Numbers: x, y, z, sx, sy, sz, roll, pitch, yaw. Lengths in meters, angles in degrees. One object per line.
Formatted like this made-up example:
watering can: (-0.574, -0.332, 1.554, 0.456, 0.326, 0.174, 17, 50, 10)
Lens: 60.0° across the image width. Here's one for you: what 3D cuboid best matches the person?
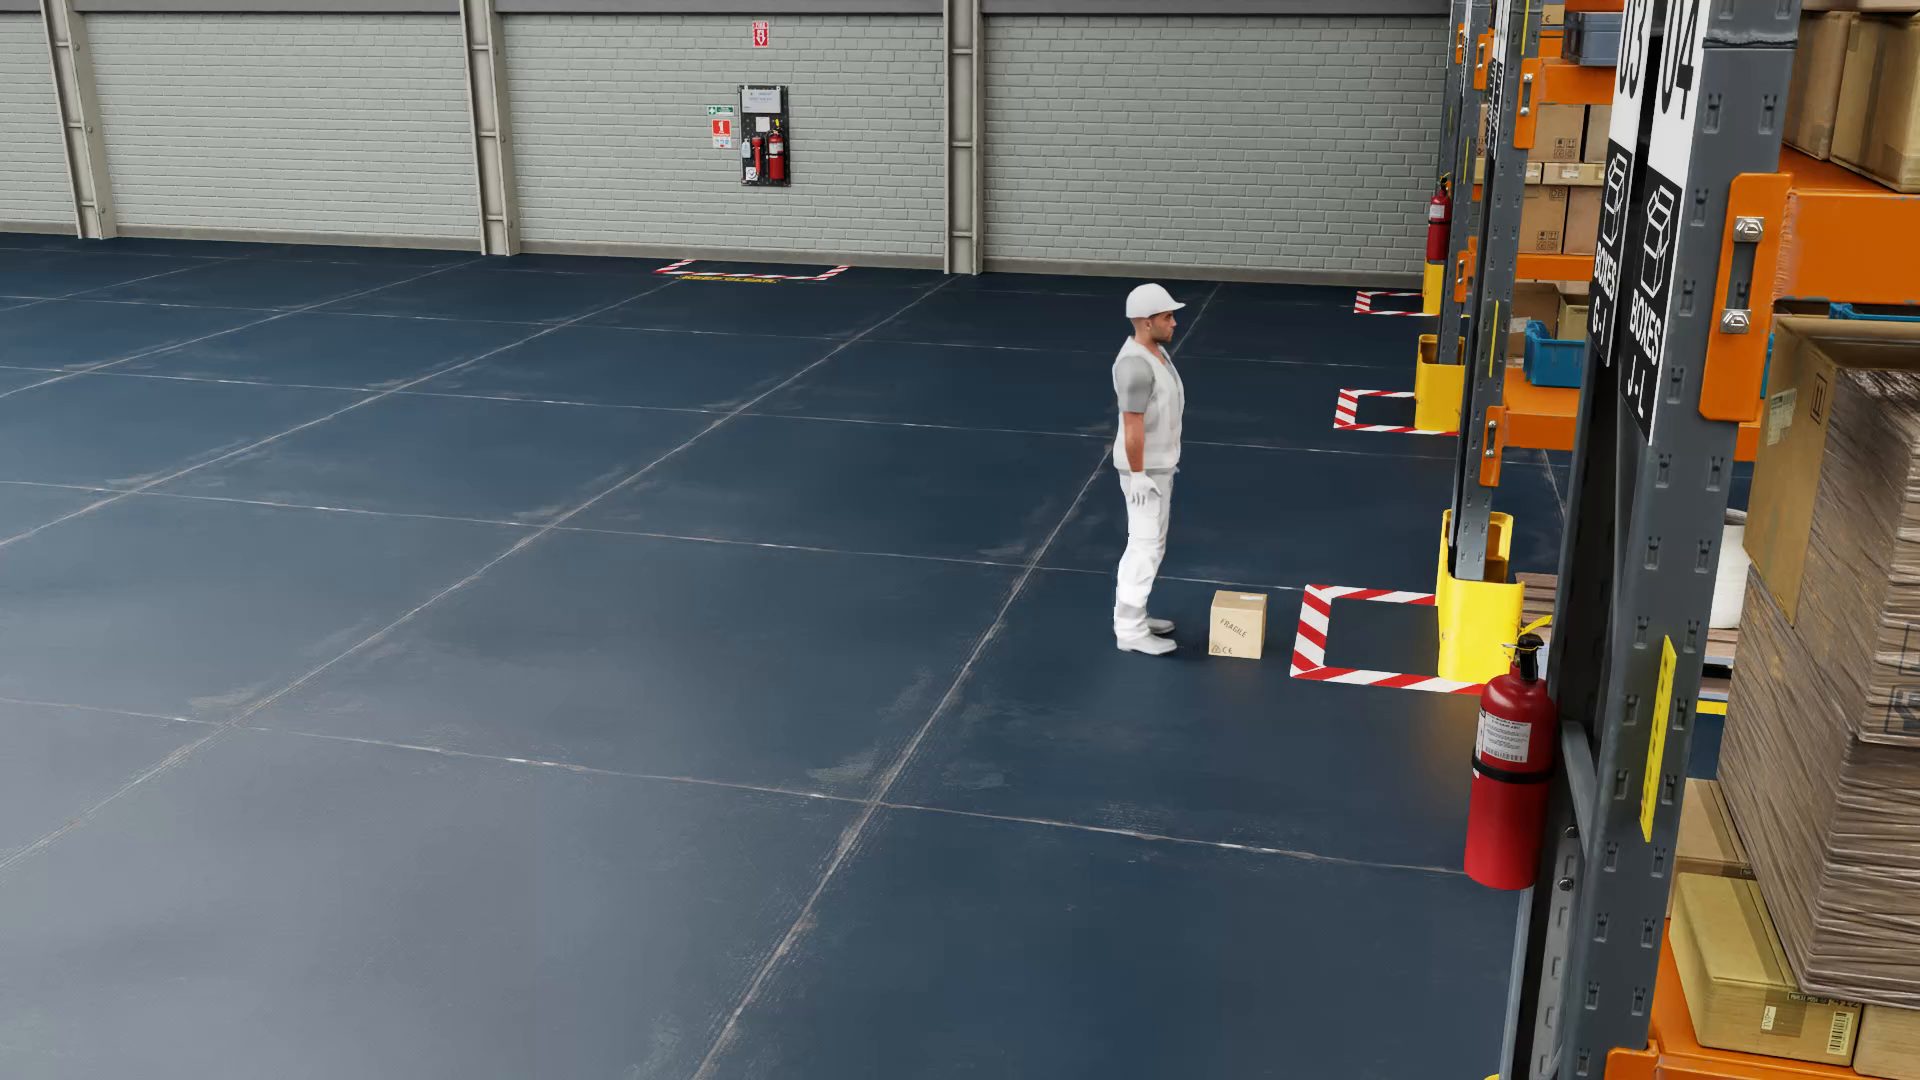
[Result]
person: (0.930, -0.351, 8.092, 0.371, 1.788, 0.524, 5, 19, 15)
